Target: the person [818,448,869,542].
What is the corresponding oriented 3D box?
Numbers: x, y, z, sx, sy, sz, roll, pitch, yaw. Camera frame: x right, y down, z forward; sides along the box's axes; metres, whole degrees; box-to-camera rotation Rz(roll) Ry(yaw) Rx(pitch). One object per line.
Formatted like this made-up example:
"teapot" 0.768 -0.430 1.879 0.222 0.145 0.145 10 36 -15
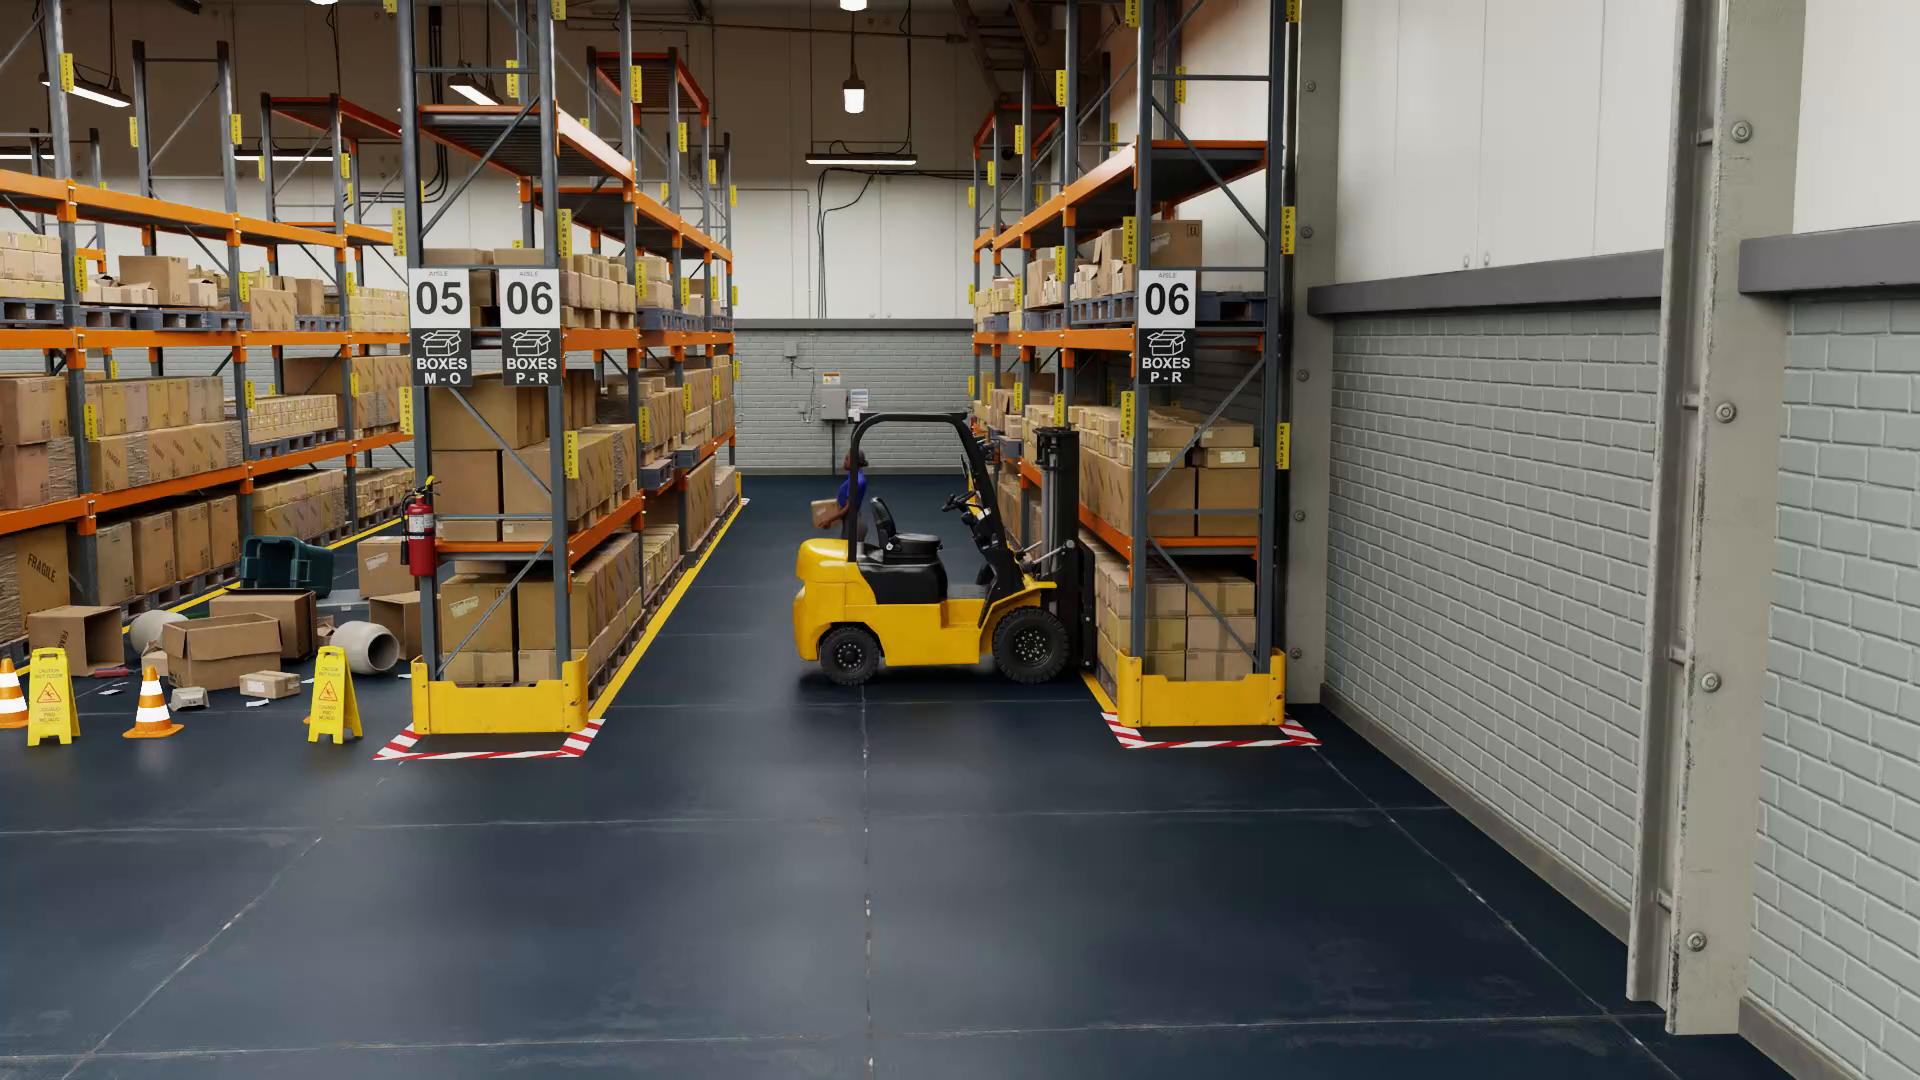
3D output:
"person" -1.157 -0.093 16.577 0.503 1.654 0.450 0 7 -3
